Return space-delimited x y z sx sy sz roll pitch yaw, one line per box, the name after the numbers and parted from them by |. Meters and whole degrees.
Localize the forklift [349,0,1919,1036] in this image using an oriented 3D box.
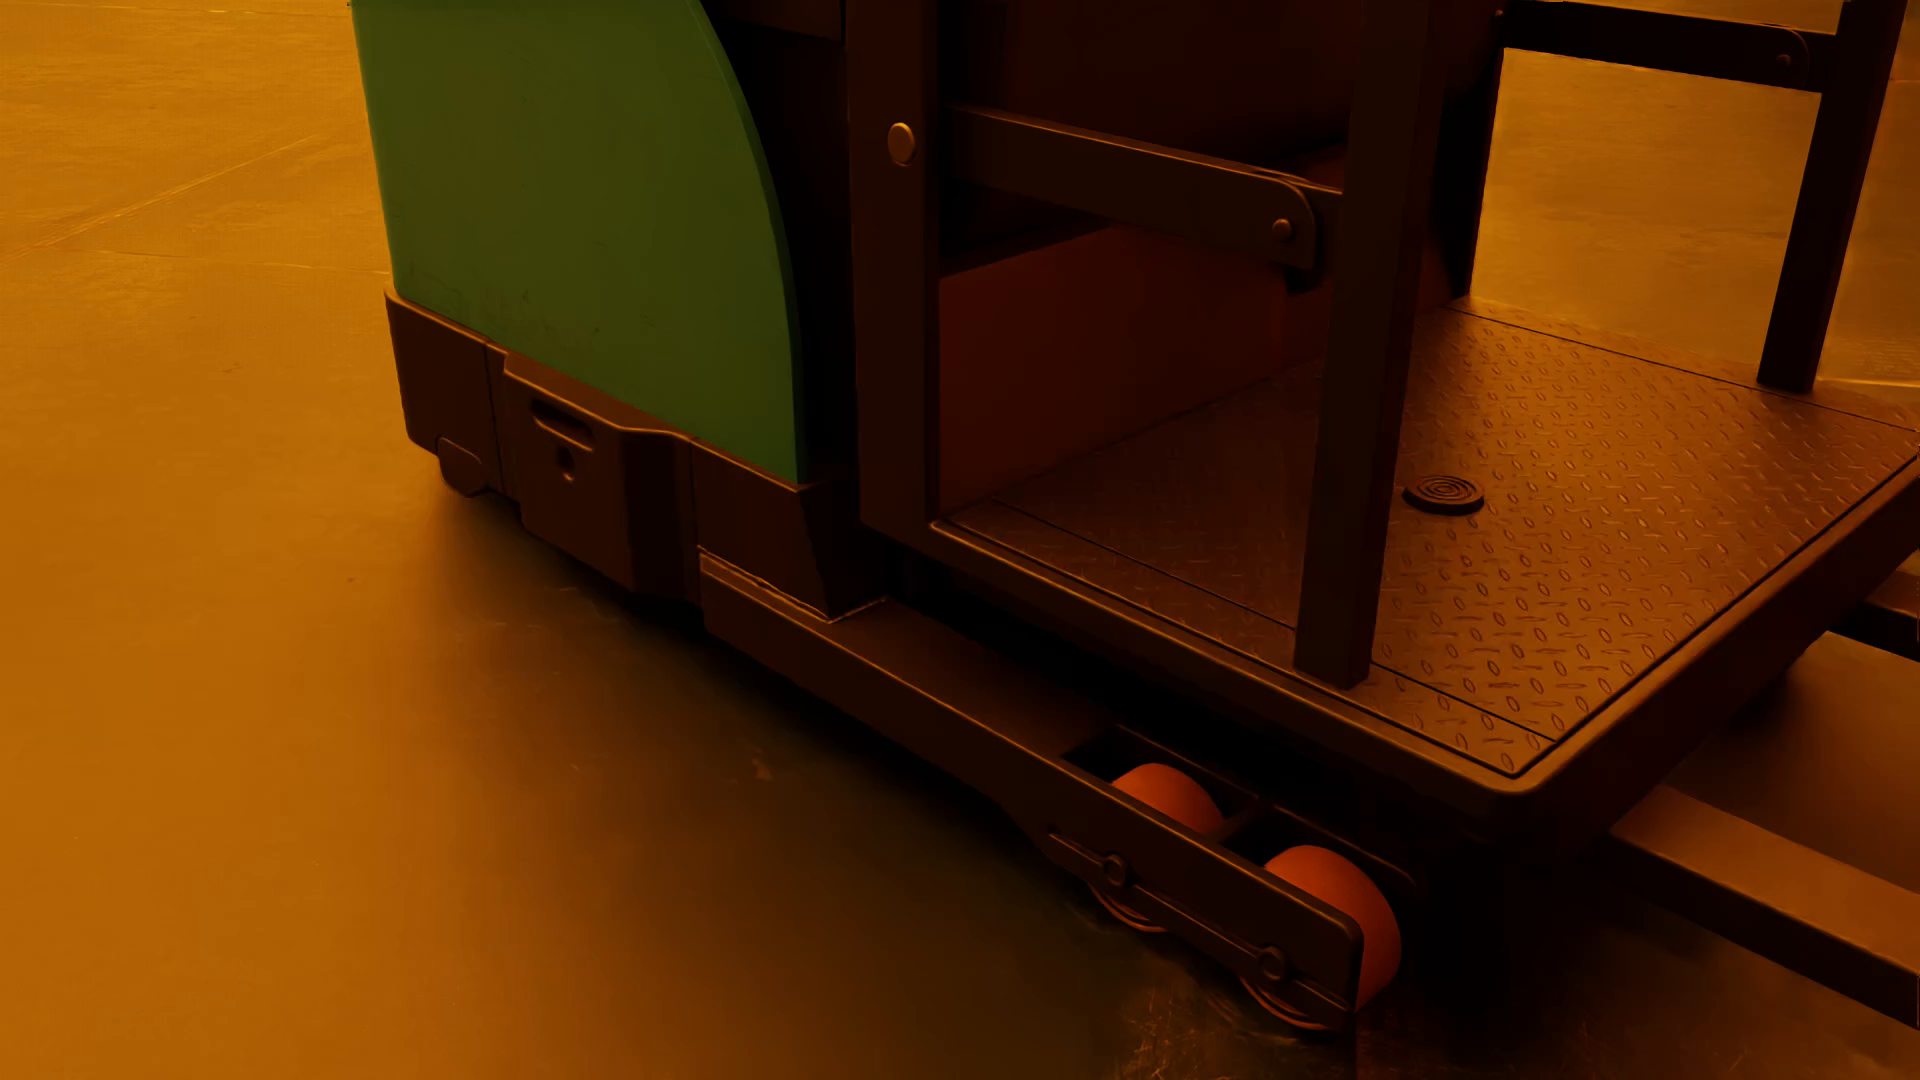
0.493 -1.110 1.445 1.130 2.935 3.031 -24 35 -39 | forklift
